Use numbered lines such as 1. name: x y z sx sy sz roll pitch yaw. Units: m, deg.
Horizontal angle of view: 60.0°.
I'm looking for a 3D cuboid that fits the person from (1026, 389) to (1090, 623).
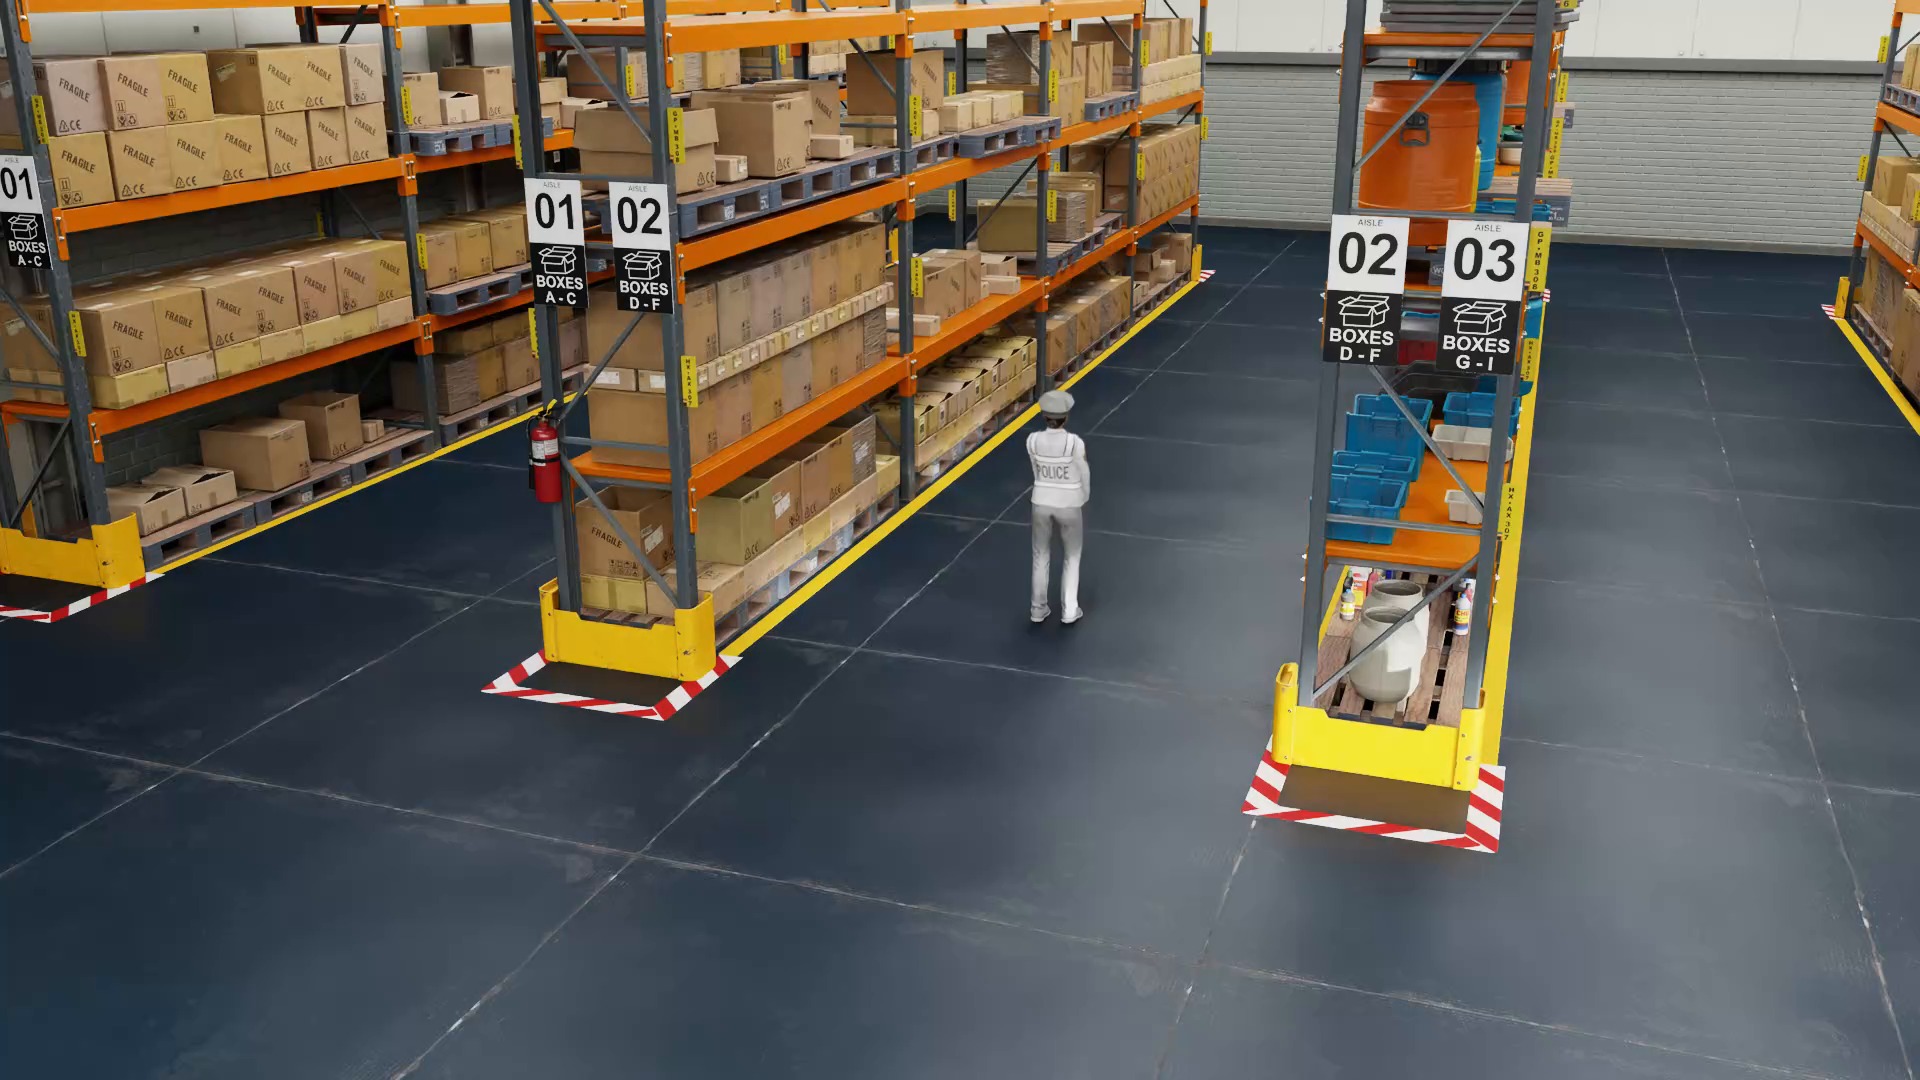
1. person: 0.699 -0.247 11.759 0.416 1.691 0.522 6 20 17
